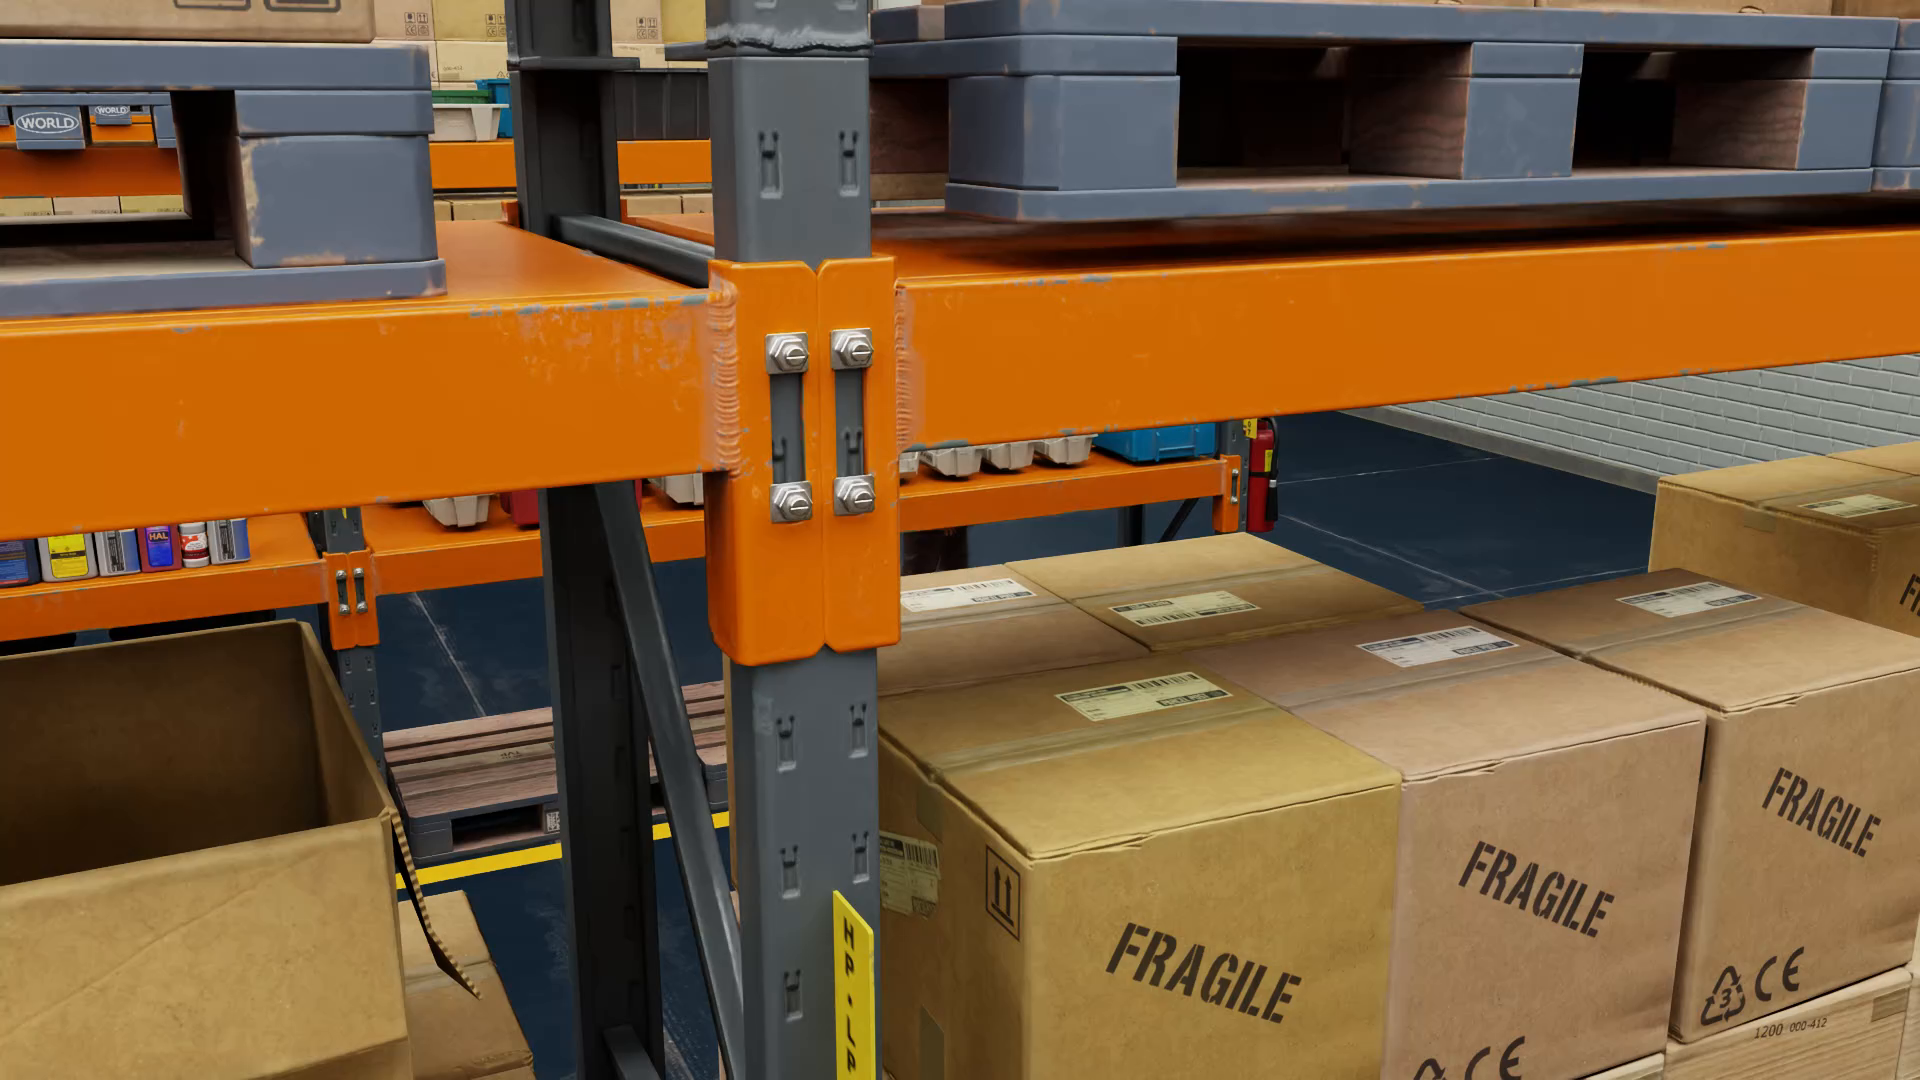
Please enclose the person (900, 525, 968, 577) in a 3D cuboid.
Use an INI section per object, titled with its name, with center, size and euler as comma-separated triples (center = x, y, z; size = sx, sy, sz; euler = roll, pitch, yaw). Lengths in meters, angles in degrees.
[person]
center = -0.115, -0.234, 8.176
size = 0.519, 1.710, 0.758
euler = 3, 15, 12
